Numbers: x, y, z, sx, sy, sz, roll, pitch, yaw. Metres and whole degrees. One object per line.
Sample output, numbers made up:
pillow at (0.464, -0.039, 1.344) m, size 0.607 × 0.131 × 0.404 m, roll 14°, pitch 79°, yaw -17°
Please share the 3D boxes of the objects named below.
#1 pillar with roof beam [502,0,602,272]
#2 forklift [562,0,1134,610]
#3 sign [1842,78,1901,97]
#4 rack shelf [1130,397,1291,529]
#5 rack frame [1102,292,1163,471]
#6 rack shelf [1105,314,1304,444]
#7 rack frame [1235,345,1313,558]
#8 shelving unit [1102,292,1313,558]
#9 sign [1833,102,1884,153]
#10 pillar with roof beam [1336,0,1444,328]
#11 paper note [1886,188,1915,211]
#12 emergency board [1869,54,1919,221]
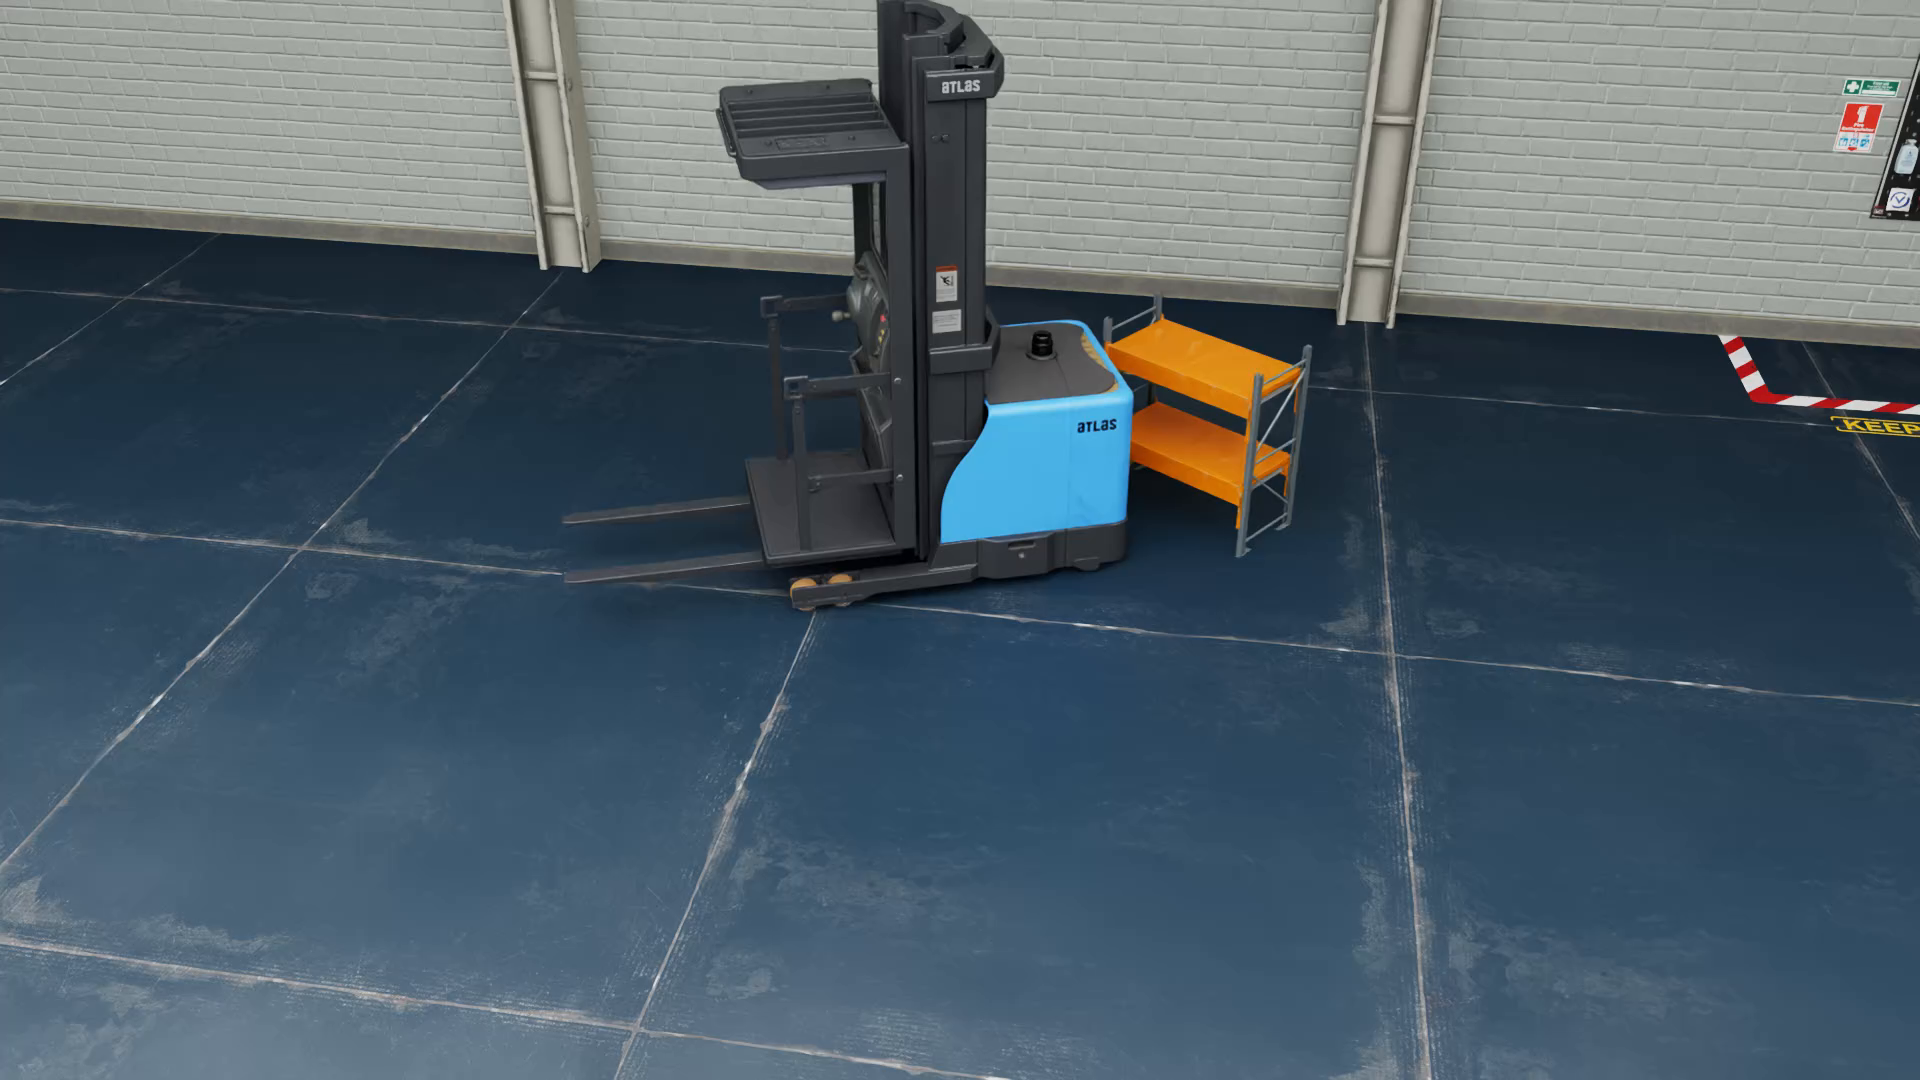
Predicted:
pillar with roof beam at (-3.722, -3.701, 6.855) m, size 0.400 × 9.000 × 9.100 m, roll 5°, pitch 32°, yaw 8°
forklift at (-0.650, -1.176, 8.540) m, size 3.031 × 2.935 × 1.130 m, roll -7°, pitch 33°, yaw -10°
sign at (5.877, -2.917, 10.724) m, size 0.331 × 0.109 × 0.001 m, roll 5°, pitch 32°, yaw 8°
rack shelf at (1.352, -0.456, 9.554) m, size 1.000 × 0.278 × 0.538 m, roll 27°, pitch 41°, yaw 36°
rack frame at (0.984, -0.849, 9.721) m, size 0.032 × 1.125 × 0.500 m, roll 27°, pitch 41°, yaw 36°
rack shelf at (1.352, -0.912, 9.269) m, size 1.000 × 0.278 × 0.538 m, roll 27°, pitch 41°, yaw 36°
rack frame at (1.721, -0.478, 9.127) m, size 0.032 × 1.125 × 0.500 m, roll 27°, pitch 41°, yaw 36°
shelving unit at (1.352, -0.664, 9.424) m, size 1.048 × 1.125 × 0.538 m, roll 27°, pitch 41°, yaw 36°
sign at (5.874, -2.698, 10.873) m, size 0.234 × 0.329 × 0.001 m, roll 5°, pitch 32°, yaw 8°
pillar with roof beam at (2.192, -3.166, 6.000) m, size 0.400 × 9.000 × 9.100 m, roll 5°, pitch 32°, yaw 8°
paper note at (6.239, -2.258, 11.034) m, size 0.142 × 0.148 × 0.016 m, roll 5°, pitch 32°, yaw 8°
emergency board at (6.396, -2.589, 10.734) m, size 0.626 × 1.169 × 0.157 m, roll 5°, pitch 32°, yaw 8°
